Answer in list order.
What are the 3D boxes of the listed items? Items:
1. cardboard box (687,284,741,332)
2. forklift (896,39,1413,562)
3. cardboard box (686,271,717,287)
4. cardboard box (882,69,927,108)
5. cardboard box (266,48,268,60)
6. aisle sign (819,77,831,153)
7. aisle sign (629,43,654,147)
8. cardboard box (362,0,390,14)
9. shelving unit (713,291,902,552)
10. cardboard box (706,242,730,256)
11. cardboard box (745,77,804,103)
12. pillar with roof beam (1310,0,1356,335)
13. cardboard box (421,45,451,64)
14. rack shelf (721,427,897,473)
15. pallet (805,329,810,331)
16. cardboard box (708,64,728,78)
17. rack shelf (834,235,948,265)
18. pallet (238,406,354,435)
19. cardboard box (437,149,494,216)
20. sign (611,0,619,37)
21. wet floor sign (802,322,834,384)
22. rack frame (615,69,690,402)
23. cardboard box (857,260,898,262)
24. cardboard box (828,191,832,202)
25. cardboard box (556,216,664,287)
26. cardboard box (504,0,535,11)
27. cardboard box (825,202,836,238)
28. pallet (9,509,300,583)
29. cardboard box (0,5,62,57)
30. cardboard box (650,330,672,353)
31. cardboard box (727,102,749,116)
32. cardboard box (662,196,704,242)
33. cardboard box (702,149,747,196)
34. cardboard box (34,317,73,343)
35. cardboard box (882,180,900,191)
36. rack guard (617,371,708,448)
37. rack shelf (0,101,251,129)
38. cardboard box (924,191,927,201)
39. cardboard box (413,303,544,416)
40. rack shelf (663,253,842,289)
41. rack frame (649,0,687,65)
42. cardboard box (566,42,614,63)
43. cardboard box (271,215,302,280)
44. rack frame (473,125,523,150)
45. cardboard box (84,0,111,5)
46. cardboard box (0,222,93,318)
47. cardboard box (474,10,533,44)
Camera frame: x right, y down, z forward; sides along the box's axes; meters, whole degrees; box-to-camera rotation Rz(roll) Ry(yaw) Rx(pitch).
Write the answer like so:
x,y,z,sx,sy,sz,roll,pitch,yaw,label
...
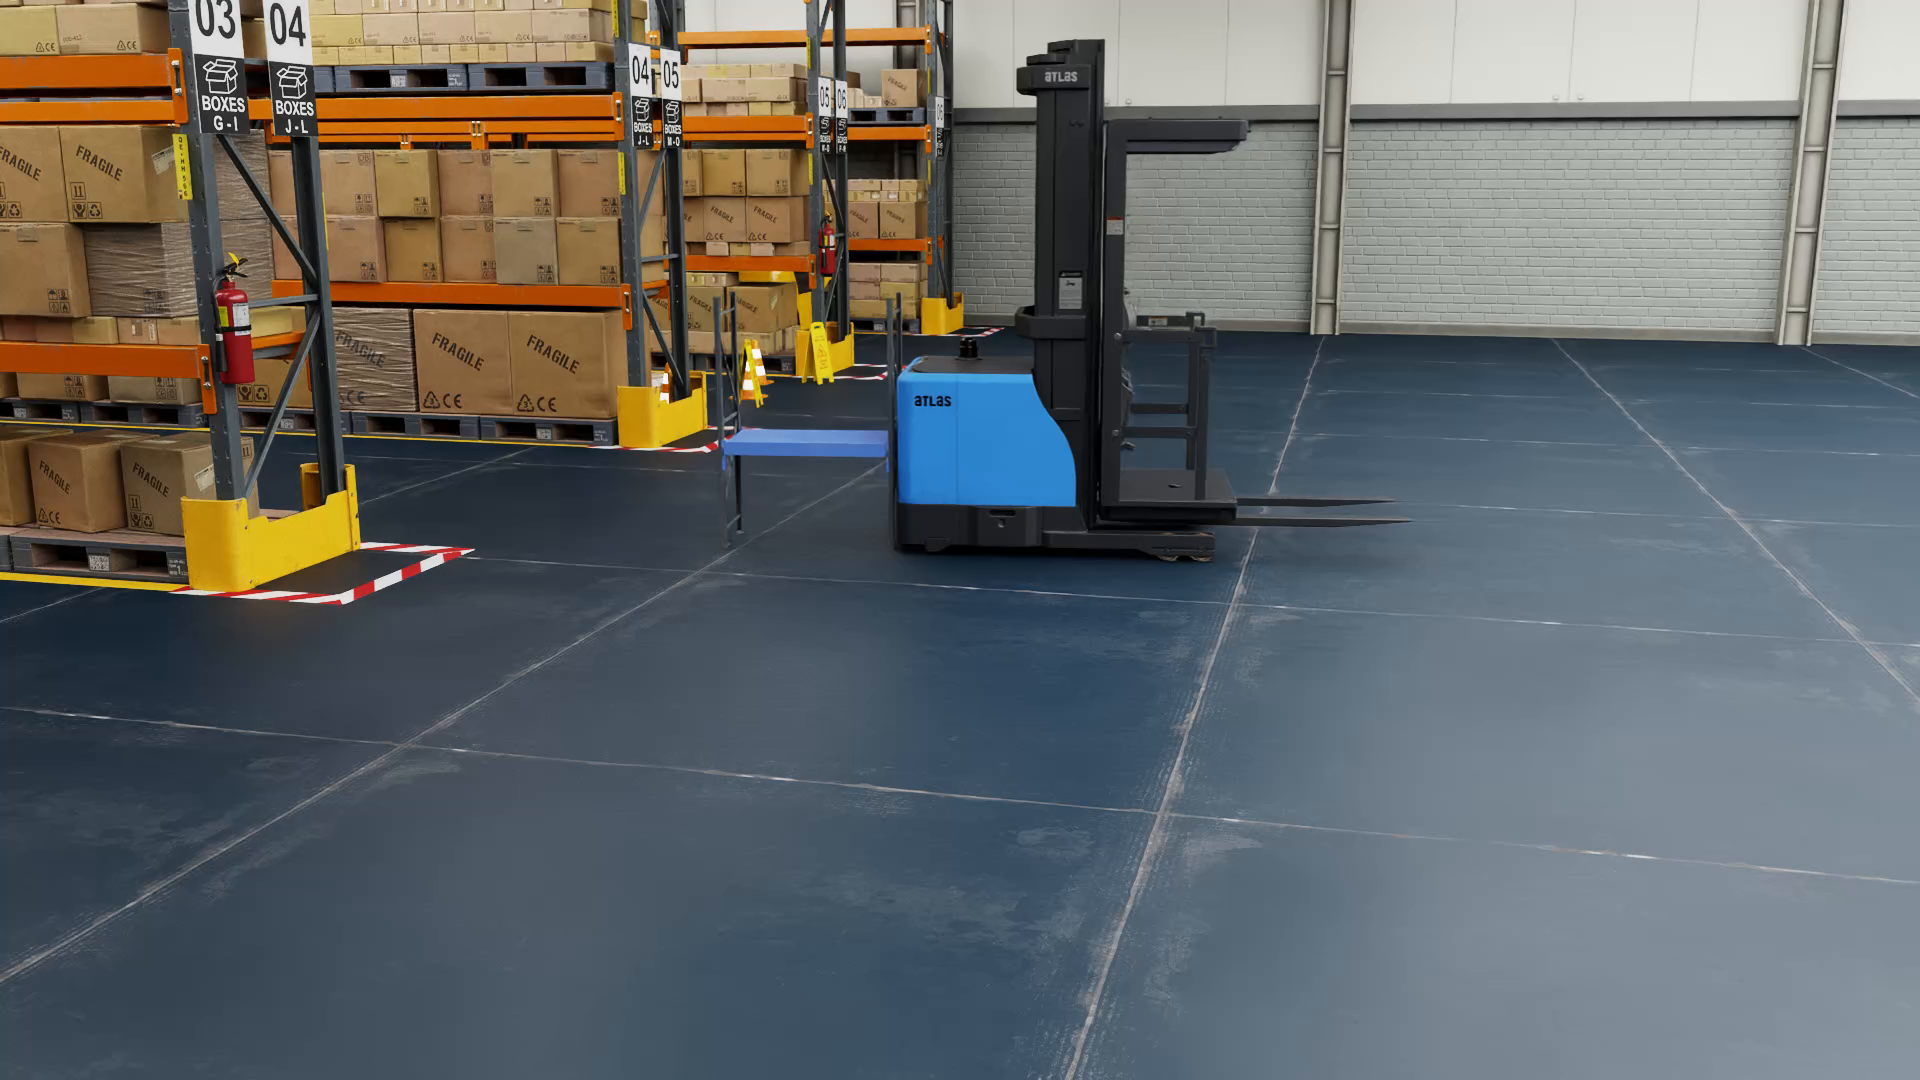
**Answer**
x,y,z,sx,sy,sz,roll,pitch,yaw,label
-2.803,-2.633,18.822,0.500,0.500,0.500,4,13,16,cardboard box
1.164,-1.424,9.887,3.031,2.935,1.130,1,13,4,forklift
-2.911,-2.942,18.717,0.250,0.149,0.380,3,13,14,cardboard box
-0.757,-6.174,22.778,0.500,0.500,0.500,3,13,15,cardboard box
-5.661,-4.031,13.933,0.250,0.149,0.380,3,13,13,cardboard box
-1.464,-4.596,18.021,0.004,0.787,0.394,3,13,14,aisle sign
-2.546,-3.547,13.294,0.004,0.787,0.394,3,13,14,aisle sign
-4.677,-4.368,13.609,0.250,0.149,0.380,3,13,13,cardboard box
-0.896,-0.726,10.041,1.048,1.500,0.538,1,13,4,shelving unit
-2.643,-3.257,18.570,0.250,0.149,0.380,3,13,15,cardboard box
-2.016,-4.897,18.116,0.500,0.250,0.500,3,13,13,cardboard box
4.064,-6.373,18.181,0.400,9.000,9.100,3,13,14,pillar with roof beam
-4.180,-3.952,13.577,0.250,0.149,0.380,3,13,14,cardboard box
-0.896,-0.550,10.080,1.000,0.185,0.538,1,13,4,rack shelf
-2.203,-3.168,24.026,1.213,0.211,1.003,3,13,14,pallet
-2.581,-5.132,18.255,0.250,0.149,0.380,3,13,14,cardboard box
-2.211,-4.188,23.844,4.000,0.370,1.077,3,13,14,rack shelf
-5.707,-1.135,14.862,1.213,0.211,1.003,3,13,14,pallet
-3.961,-3.039,14.168,0.550,0.550,0.875,3,13,14,cardboard box
-2.686,-4.089,12.954,0.005,0.325,0.100,3,13,14,sign
-1.527,-2.007,17.789,0.232,0.644,0.267,8,15,33,wet floor sign
-2.543,-2.345,13.877,0.127,3.000,1.000,3,13,14,rack frame
-1.177,-3.876,23.847,0.500,0.250,0.500,3,13,14,cardboard box
-1.674,-4.812,23.269,0.250,0.149,0.380,3,13,12,cardboard box
-2.914,-2.428,13.904,0.550,0.550,0.875,3,13,14,cardboard box
-3.442,-4.302,13.313,0.250,0.149,0.380,3,13,14,cardboard box
-1.809,-4.509,23.403,0.500,0.500,0.500,3,13,12,cardboard box
-4.683,0.001,9.743,1.213,0.211,1.003,3,13,14,pallet
-4.844,-2.695,8.877,0.500,0.250,0.500,3,13,14,cardboard box
-3.315,-2.293,19.024,0.500,0.250,0.500,3,13,12,cardboard box
-2.368,-4.719,18.234,0.250,0.149,0.380,3,13,15,cardboard box
-3.018,-3.609,18.657,0.500,0.500,0.500,3,13,13,cardboard box
-2.493,-4.082,18.479,0.500,0.500,0.700,3,13,14,cardboard box
-4.892,-1.187,9.239,0.250,0.149,0.380,3,13,14,cardboard box
-0.915,-4.926,23.097,0.250,0.149,0.380,3,13,14,cardboard box
-2.520,-1.123,14.142,0.348,0.500,1.175,3,13,14,rack guard
-8.368,-3.769,15.033,4.000,0.370,1.077,3,13,14,rack shelf
-0.537,-4.873,23.542,0.250,0.149,0.380,3,13,12,cardboard box
-4.072,-1.579,14.361,0.875,0.875,0.875,3,13,13,cardboard box
-3.397,-3.144,19.138,4.000,0.370,1.077,3,13,14,rack shelf
-4.153,-7.571,23.584,0.127,3.000,1.000,3,13,14,rack frame
-2.947,-3.886,13.279,0.250,0.149,0.380,3,13,13,cardboard box
-5.526,-2.585,14.614,0.550,0.550,0.875,3,13,14,cardboard box
-5.339,-3.599,19.528,0.127,3.000,1.000,3,13,14,rack frame
-4.398,-2.880,8.789,0.250,0.149,0.380,3,13,12,cardboard box
-4.871,-1.536,9.314,0.500,0.500,0.875,3,13,14,cardboard box
-3.571,-4.128,13.447,0.500,0.250,0.500,3,13,14,cardboard box
